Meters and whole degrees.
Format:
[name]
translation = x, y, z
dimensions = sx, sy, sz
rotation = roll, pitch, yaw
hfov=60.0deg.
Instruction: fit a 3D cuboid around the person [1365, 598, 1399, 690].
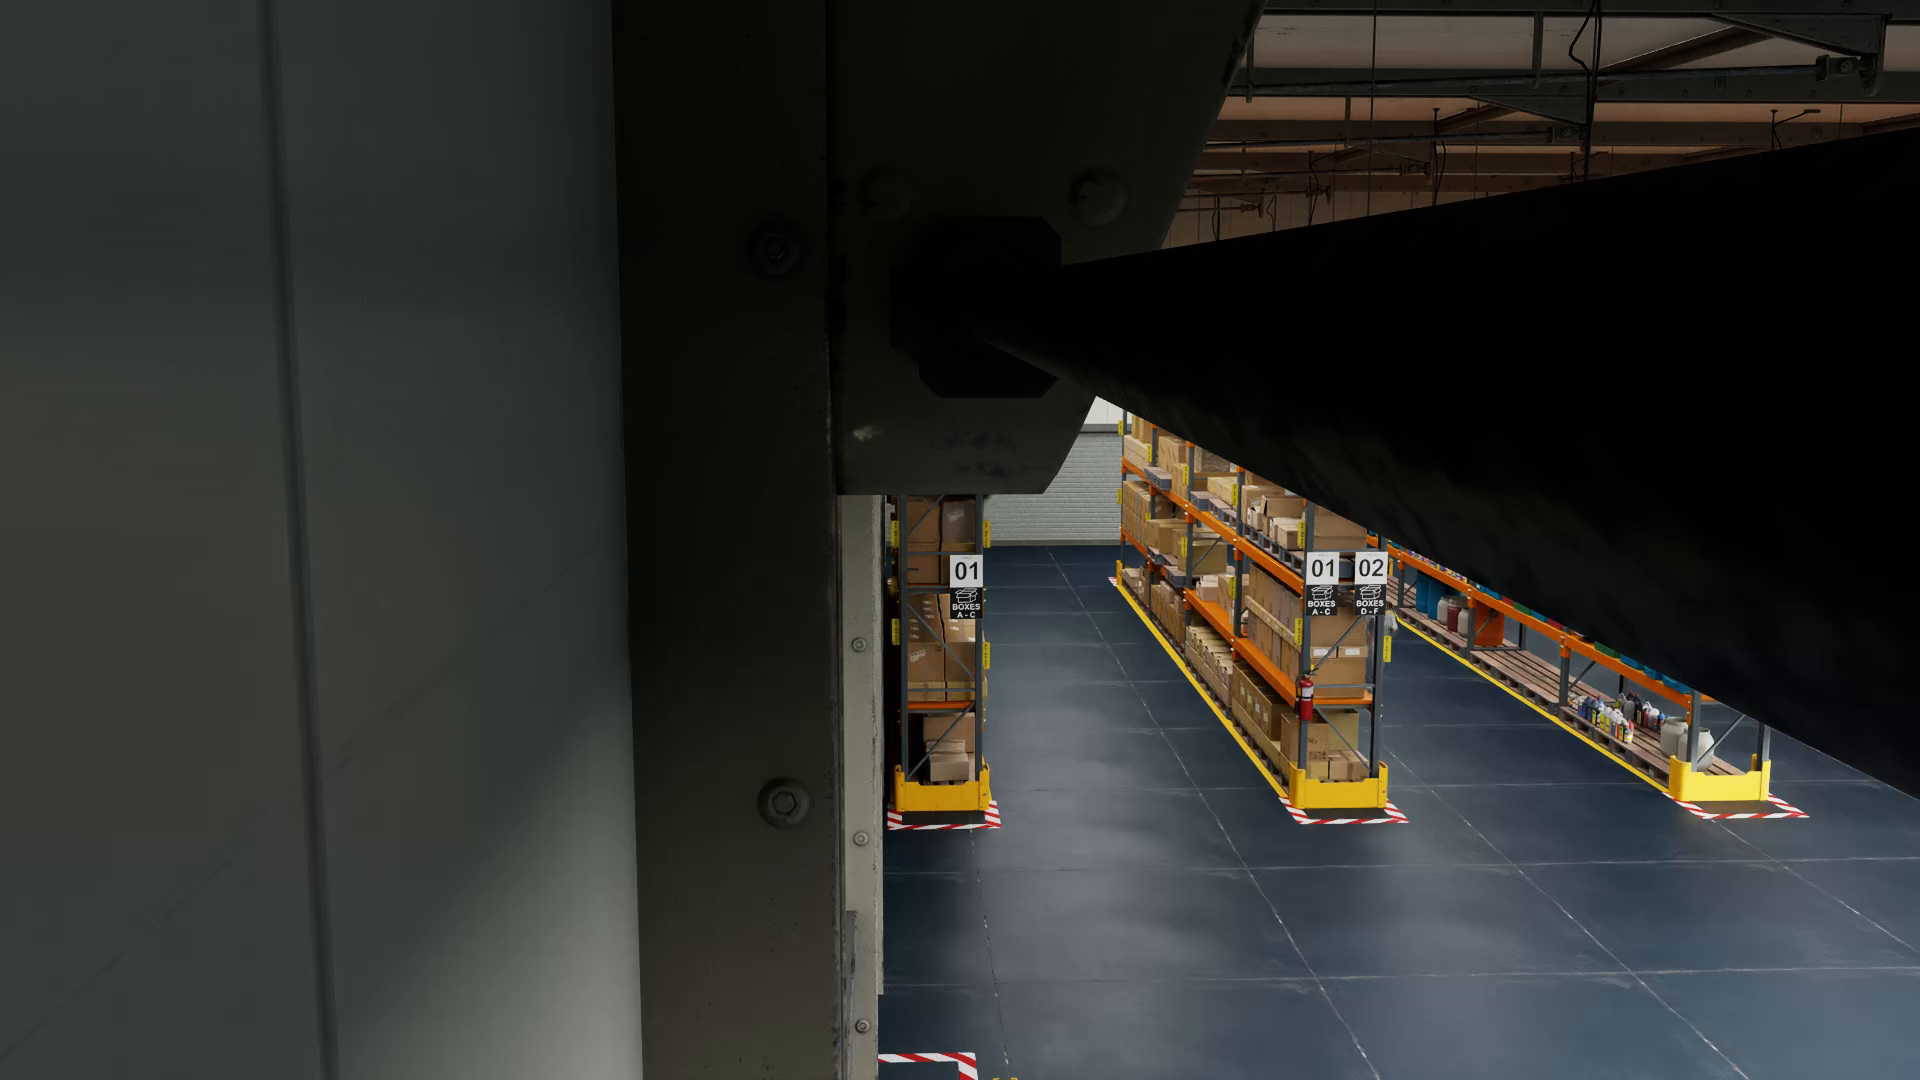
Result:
[person]
translation = 6.654, 1.697, 26.249
dimensions = 0.506, 1.638, 0.697
rotation = -2, 9, -10
